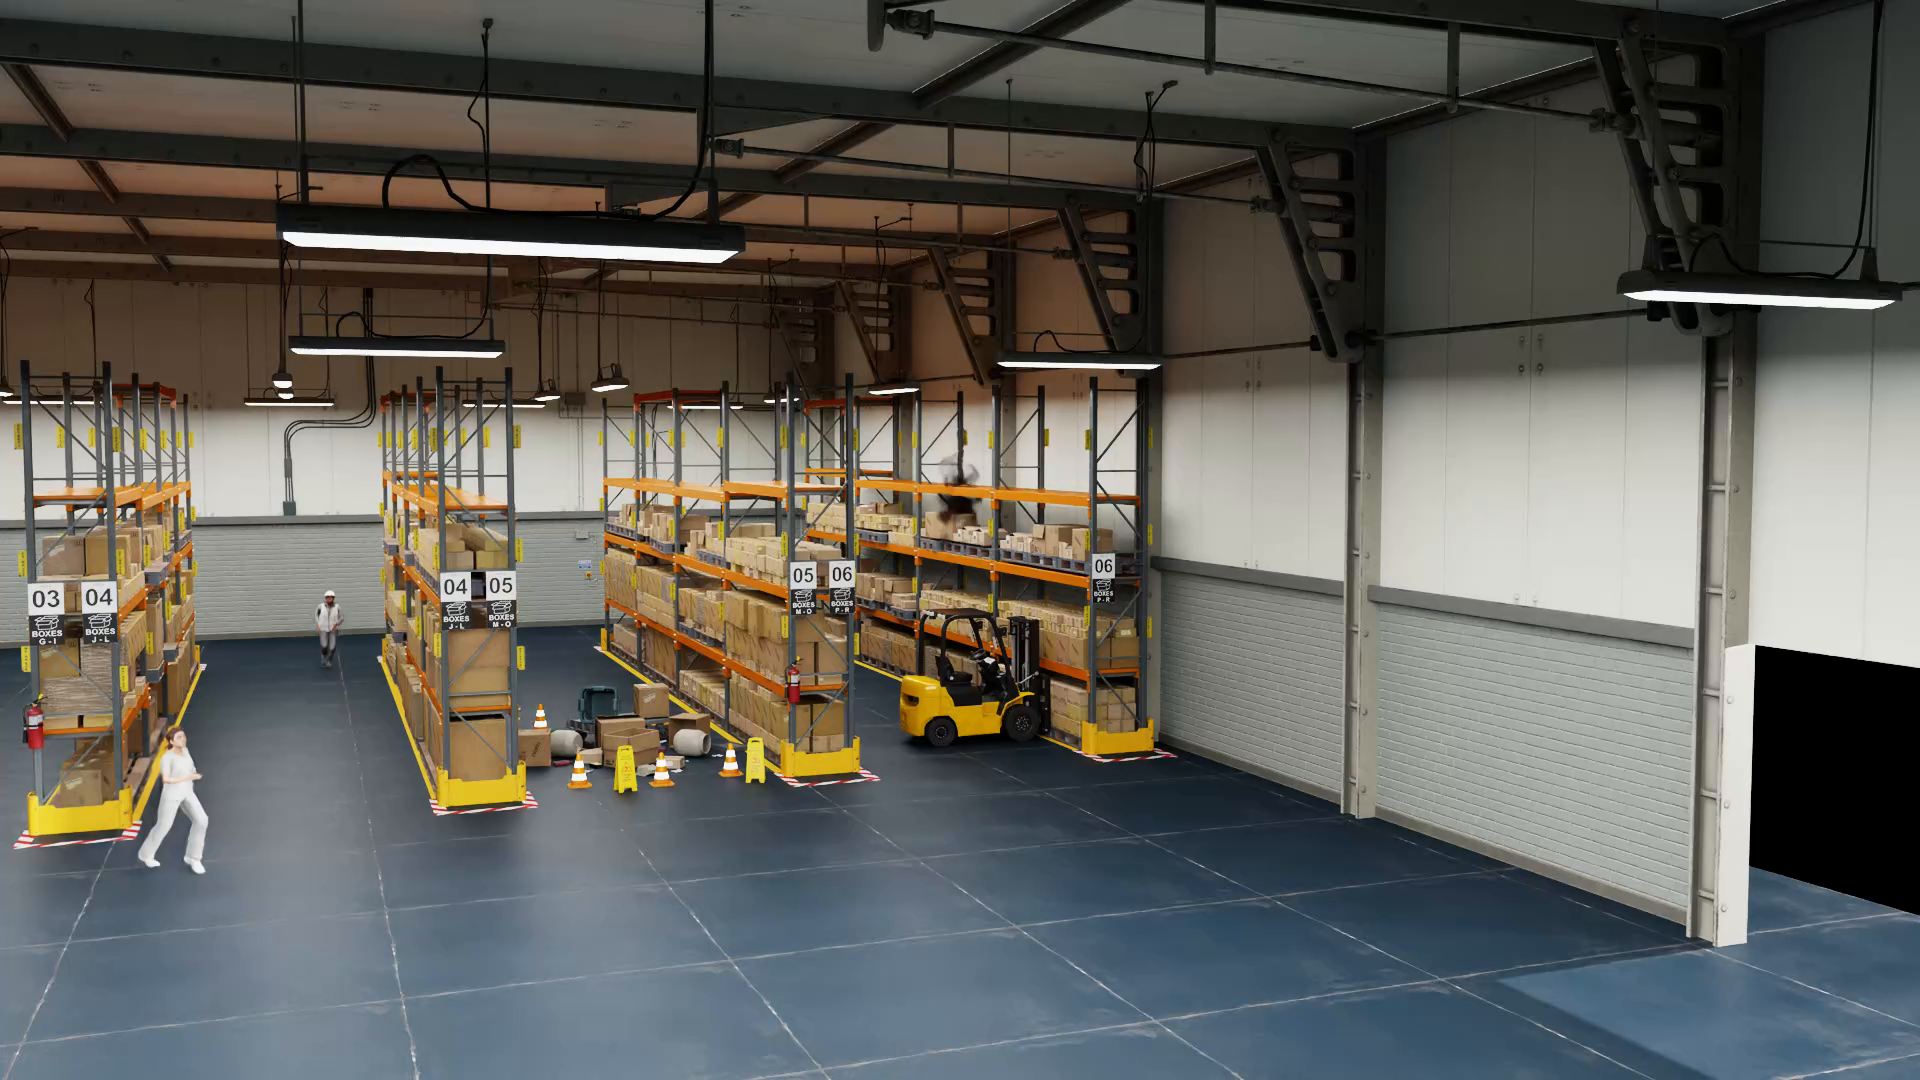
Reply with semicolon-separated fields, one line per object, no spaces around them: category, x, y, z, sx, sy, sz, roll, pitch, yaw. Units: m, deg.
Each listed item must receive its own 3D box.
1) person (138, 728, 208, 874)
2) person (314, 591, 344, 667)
person;-9.096;3.011;19.268;0.883;1.707;0.571;1;4;20
person;-13.822;1.953;36.452;0.601;1.698;0.632;-2;4;-24
